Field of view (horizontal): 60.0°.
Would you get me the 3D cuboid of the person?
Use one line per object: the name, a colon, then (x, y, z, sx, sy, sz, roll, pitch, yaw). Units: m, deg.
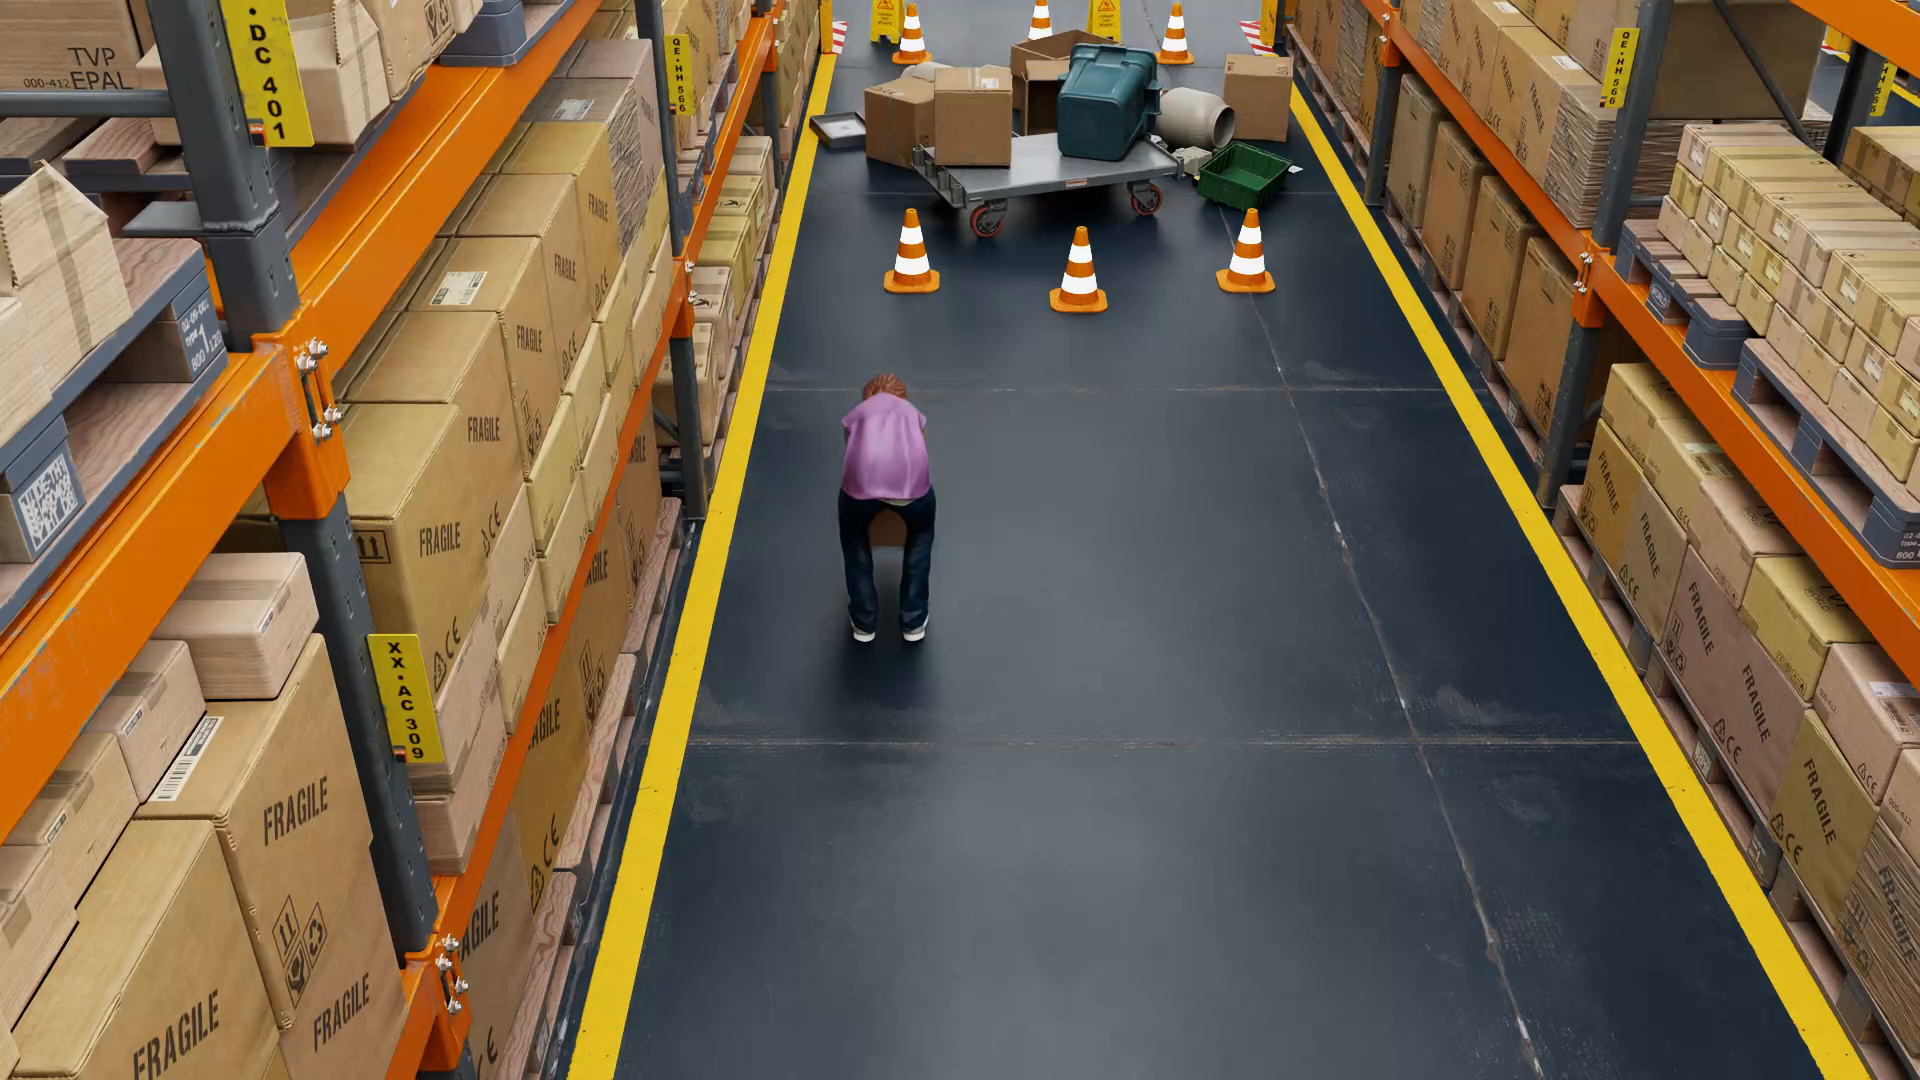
person: (-0.304, -0.145, 6.952, 0.400, 0.990, 0.871, -1, 32, -2)
